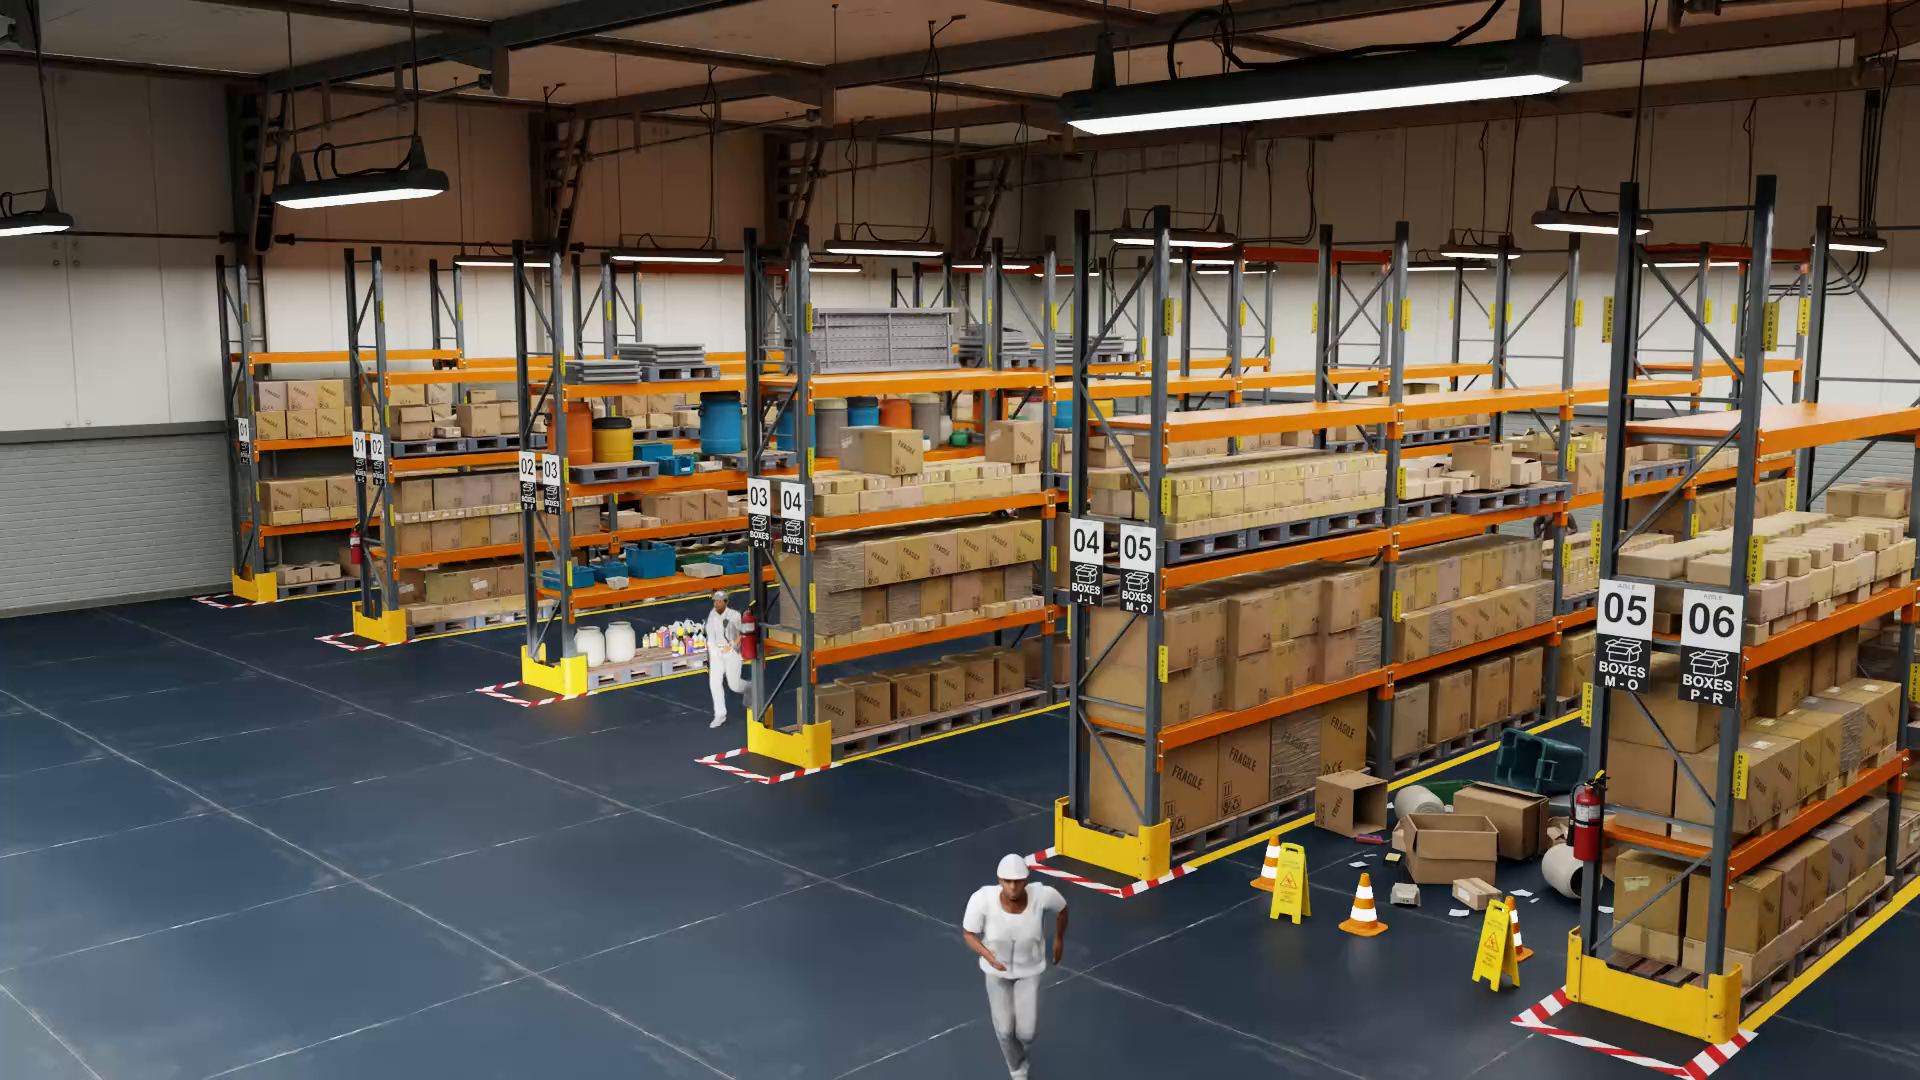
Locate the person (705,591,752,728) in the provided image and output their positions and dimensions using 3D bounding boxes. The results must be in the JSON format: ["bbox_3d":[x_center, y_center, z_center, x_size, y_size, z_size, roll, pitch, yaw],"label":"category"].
[{"bbox_3d":[-2.904,1.442,20.714,0.630,1.662,0.852,4,9,26],"label":"person"}]

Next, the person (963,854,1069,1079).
[{"bbox_3d":[0.361,2.822,10.829,0.676,1.696,0.710,1,8,5],"label":"person"}]

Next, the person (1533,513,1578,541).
[{"bbox_3d":[10.434,0.156,29.180,0.746,1.778,1.037,3,9,18],"label":"person"}]

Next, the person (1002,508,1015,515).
[{"bbox_3d":[1.038,-0.340,32.892,0.658,1.726,0.578,5,10,33],"label":"person"}]
